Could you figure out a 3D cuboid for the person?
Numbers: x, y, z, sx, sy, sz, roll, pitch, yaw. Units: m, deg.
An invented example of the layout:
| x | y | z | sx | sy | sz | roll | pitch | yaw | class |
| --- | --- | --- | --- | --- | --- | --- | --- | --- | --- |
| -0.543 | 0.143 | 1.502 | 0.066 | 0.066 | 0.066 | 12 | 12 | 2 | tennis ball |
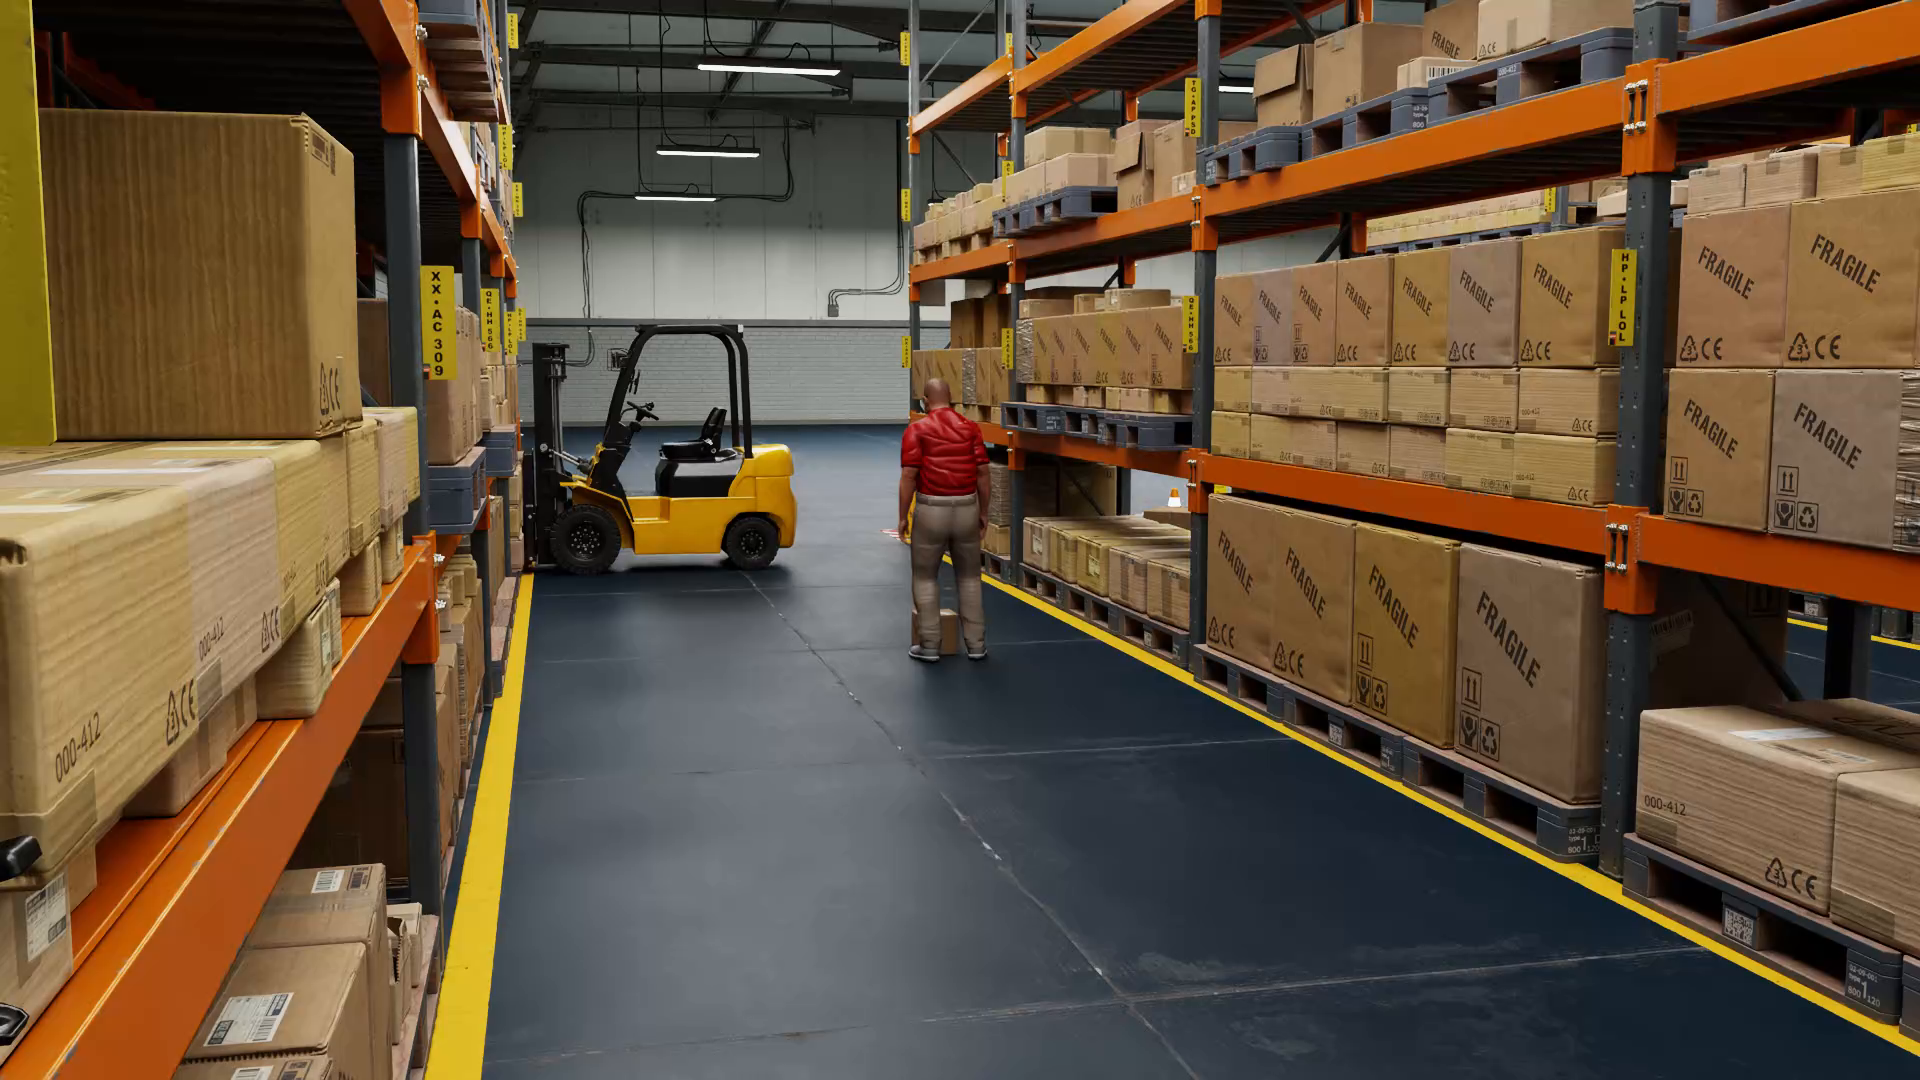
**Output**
| x | y | z | sx | sy | sz | roll | pitch | yaw | class |
| --- | --- | --- | --- | --- | --- | --- | --- | --- | --- |
| -0.094 | -0.126 | 10.197 | 0.603 | 1.726 | 0.394 | -2 | 6 | -17 | person |
